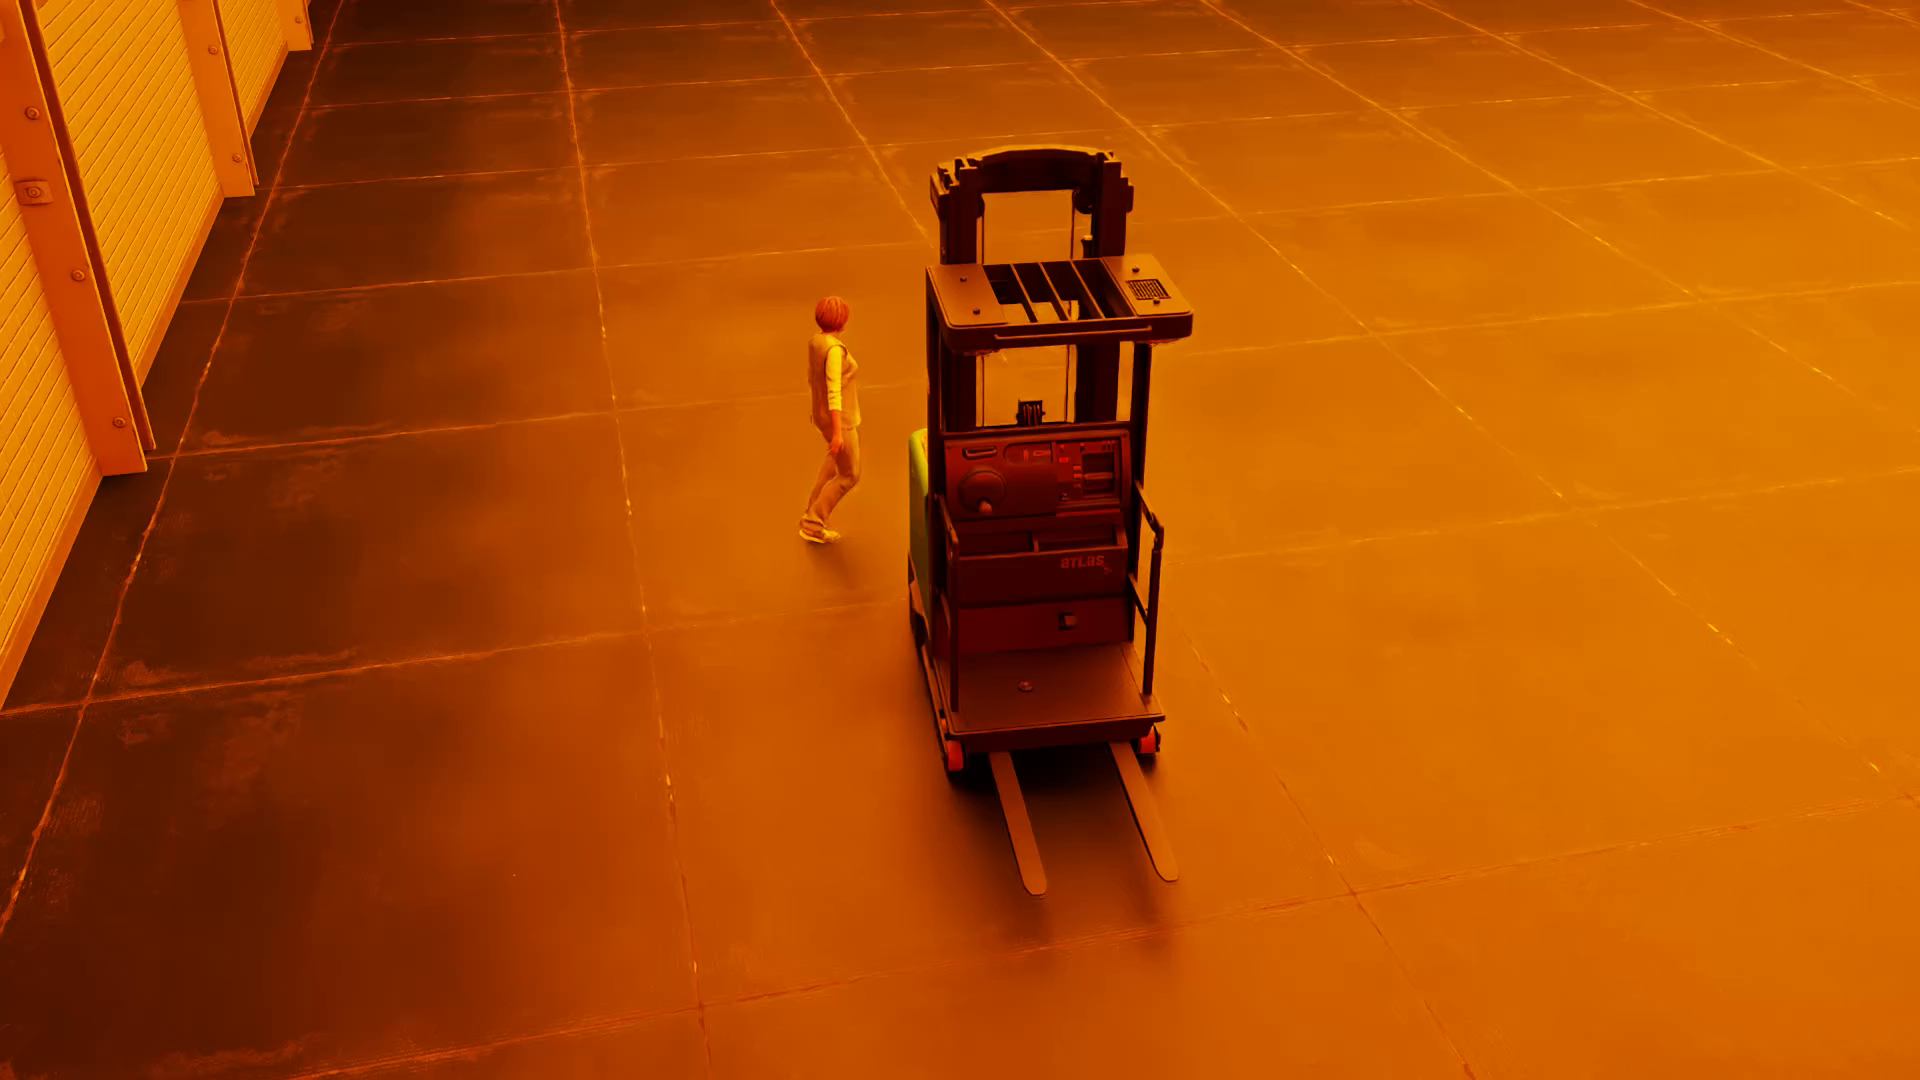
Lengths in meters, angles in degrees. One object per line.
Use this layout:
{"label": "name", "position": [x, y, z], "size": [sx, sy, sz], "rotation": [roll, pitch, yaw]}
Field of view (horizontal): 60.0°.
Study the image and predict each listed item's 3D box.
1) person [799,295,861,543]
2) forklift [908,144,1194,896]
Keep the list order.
{"label": "person", "position": [-0.837, -0.721, 10.256], "size": [0.440, 1.548, 0.747], "rotation": [-9, 31, -16]}
{"label": "forklift", "position": [0.421, -0.280, 8.058], "size": [1.130, 2.935, 3.031], "rotation": [-4, 30, -7]}
